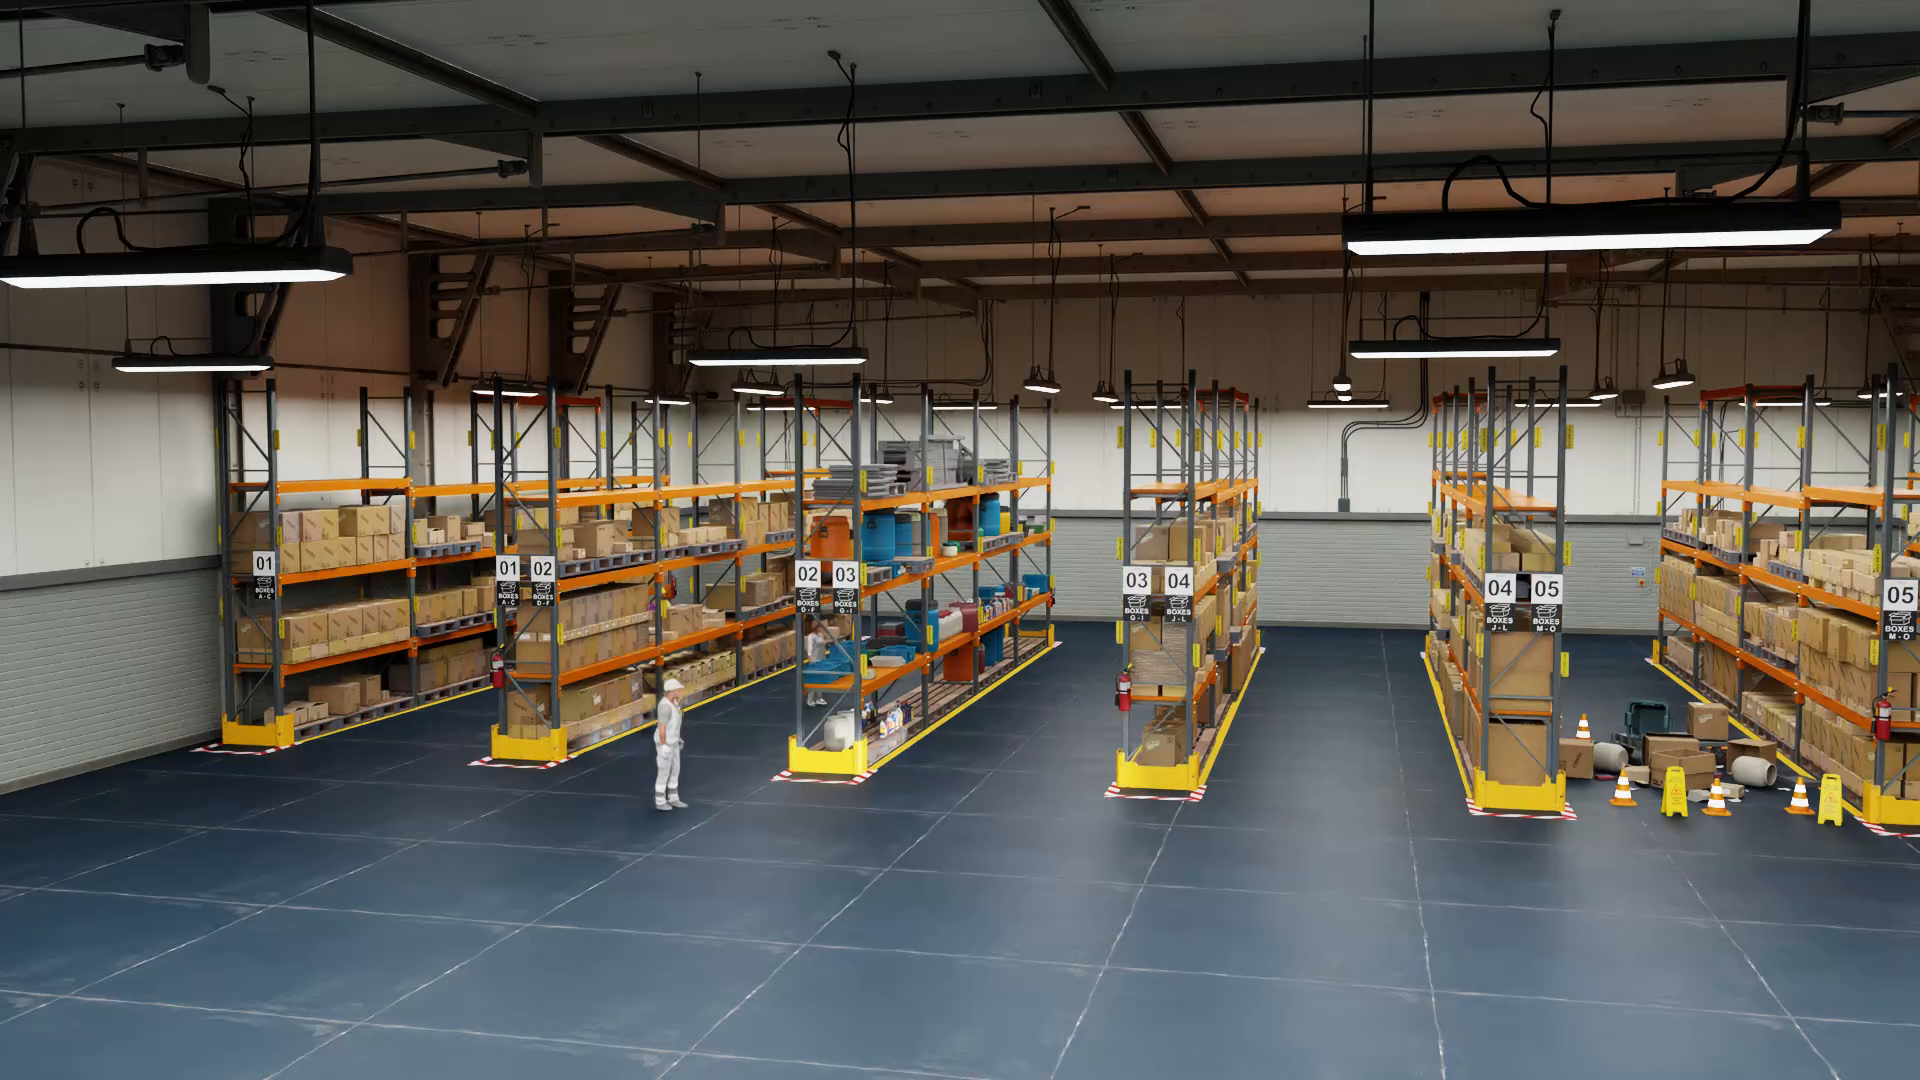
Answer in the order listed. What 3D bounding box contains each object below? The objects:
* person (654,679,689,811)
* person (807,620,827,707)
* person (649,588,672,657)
[{"bbox_3d":[-3.928,2.765,22.515,0.421,1.794,0.582,1,3,9],"label":"person"},{"bbox_3d":[-2.703,2.343,31.453,0.346,1.649,0.485,2,4,32],"label":"person"},{"bbox_3d":[-6.623,1.933,36.746,0.498,1.732,0.958,0,3,8],"label":"person"}]
